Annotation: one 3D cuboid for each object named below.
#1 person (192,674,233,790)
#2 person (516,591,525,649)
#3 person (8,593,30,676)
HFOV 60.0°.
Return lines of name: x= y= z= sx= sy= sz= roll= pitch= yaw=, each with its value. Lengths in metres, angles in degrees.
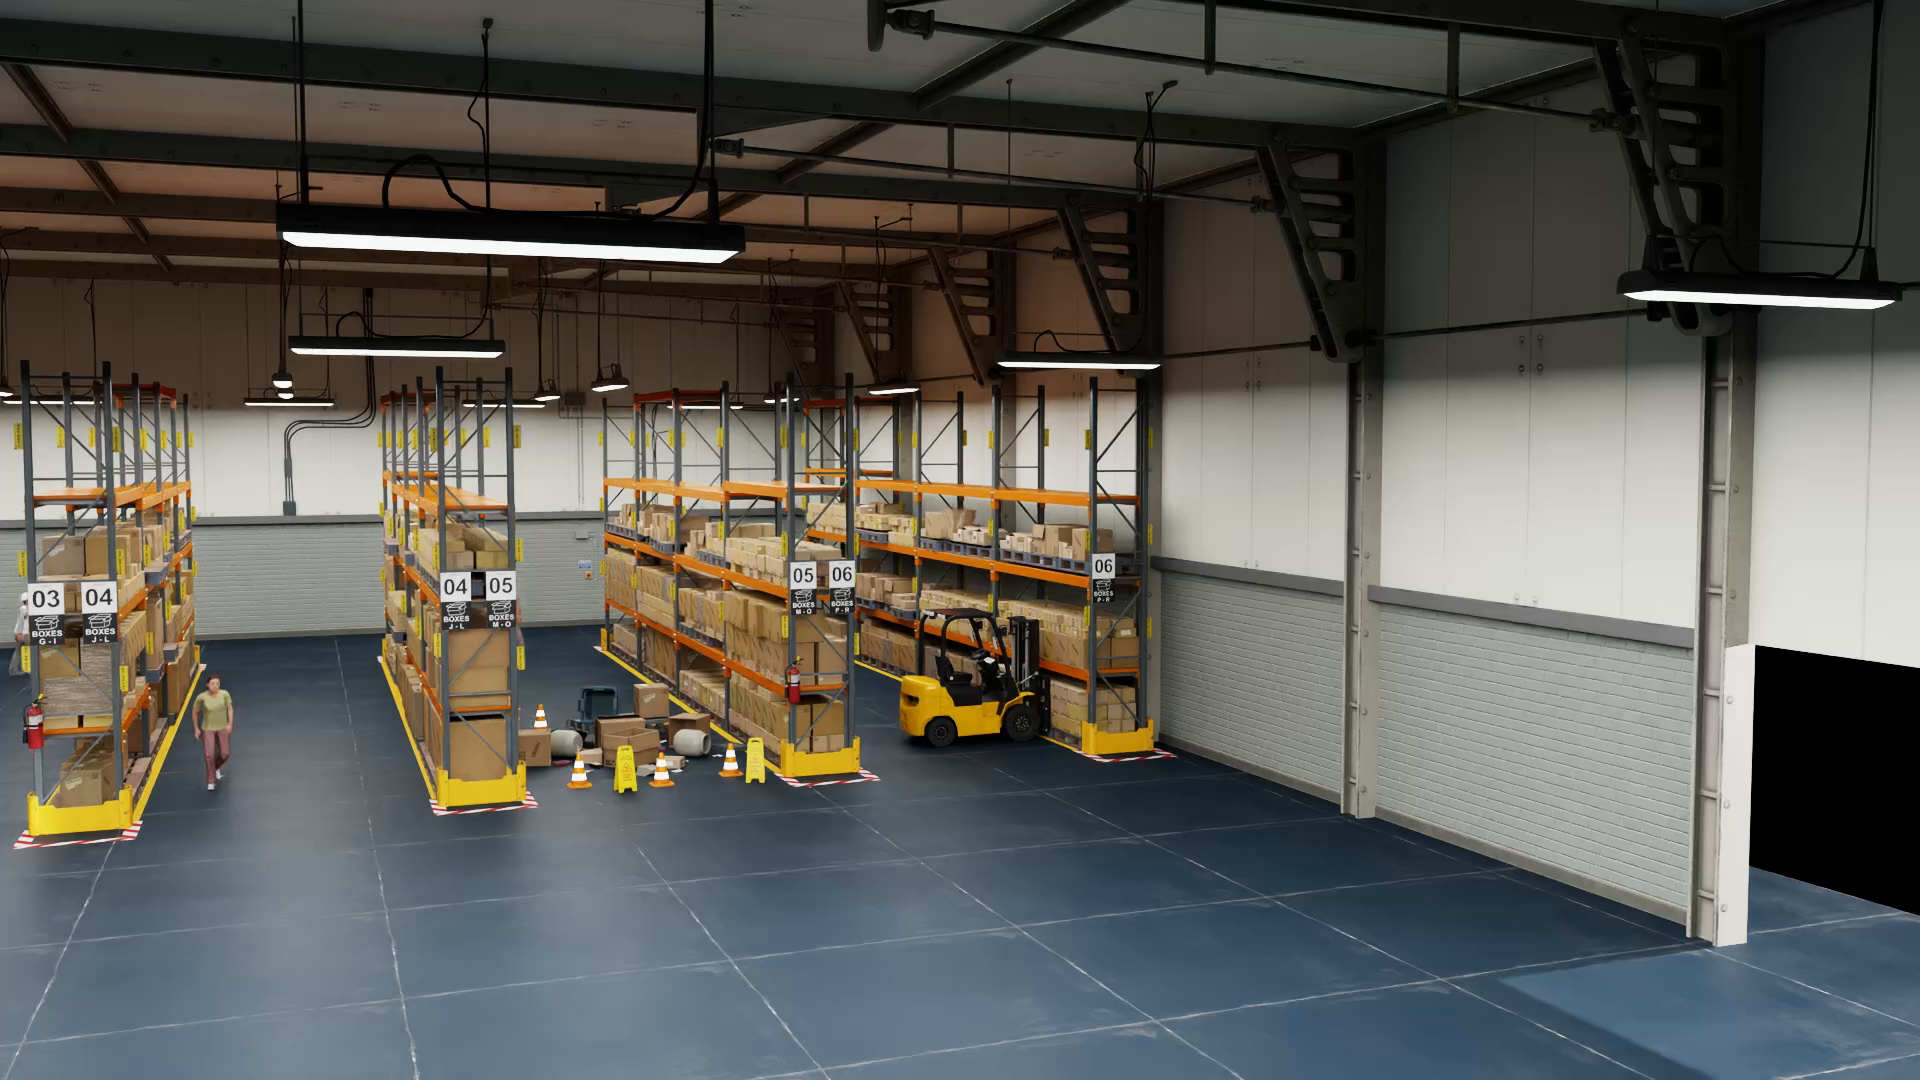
person: x=-10.800 y=2.741 z=24.023 sx=0.535 sy=1.653 sz=0.639 roll=-2 pitch=4 yaw=-35
person: x=-10.640 y=1.781 z=39.312 sx=0.702 sy=1.732 sz=0.560 roll=-2 pitch=4 yaw=-24
person: x=-19.844 y=2.014 z=35.276 sx=0.518 sy=1.797 sz=0.685 roll=3 pitch=5 yaw=42
